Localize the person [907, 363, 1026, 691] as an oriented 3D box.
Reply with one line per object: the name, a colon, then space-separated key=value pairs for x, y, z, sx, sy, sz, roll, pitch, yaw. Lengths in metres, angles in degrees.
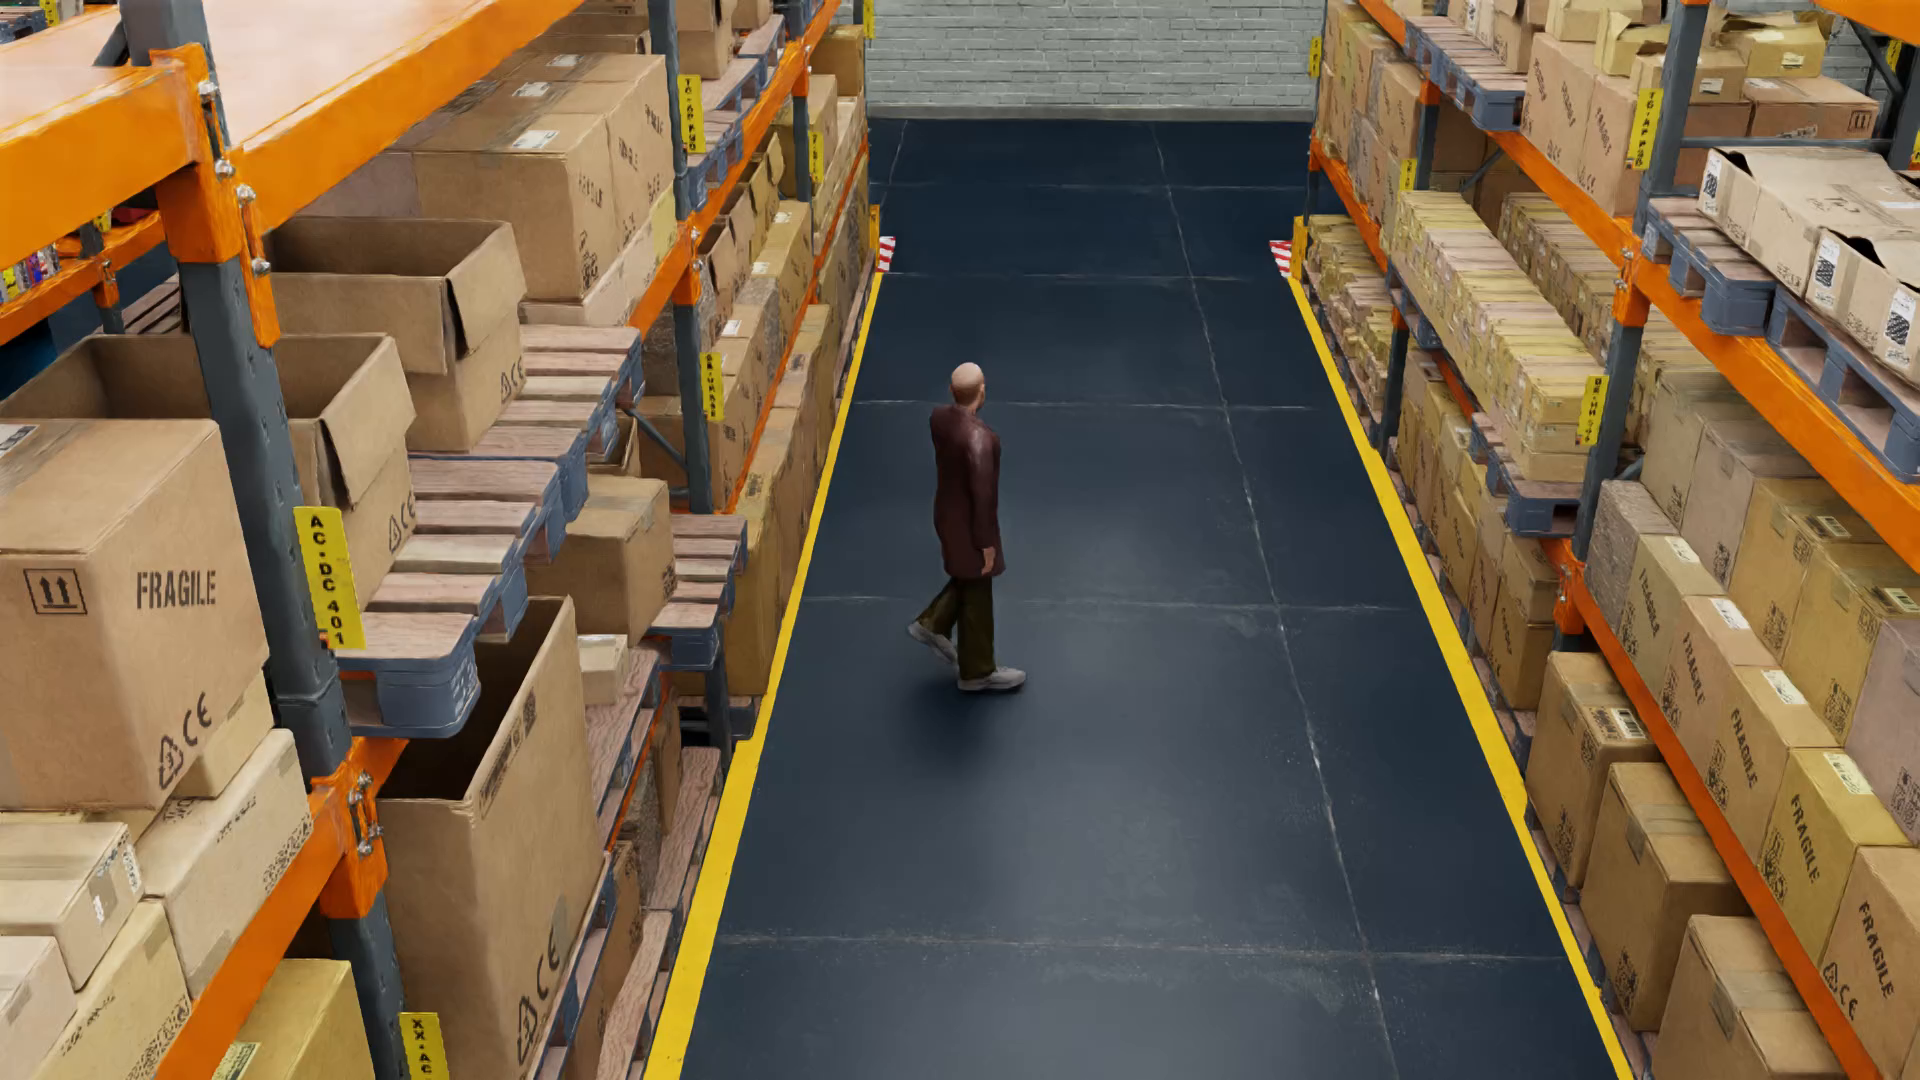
person: x=0.007 y=0.007 z=8.805 sx=0.555 sy=1.576 sz=0.640 roll=-11 pitch=29 yaw=-19
